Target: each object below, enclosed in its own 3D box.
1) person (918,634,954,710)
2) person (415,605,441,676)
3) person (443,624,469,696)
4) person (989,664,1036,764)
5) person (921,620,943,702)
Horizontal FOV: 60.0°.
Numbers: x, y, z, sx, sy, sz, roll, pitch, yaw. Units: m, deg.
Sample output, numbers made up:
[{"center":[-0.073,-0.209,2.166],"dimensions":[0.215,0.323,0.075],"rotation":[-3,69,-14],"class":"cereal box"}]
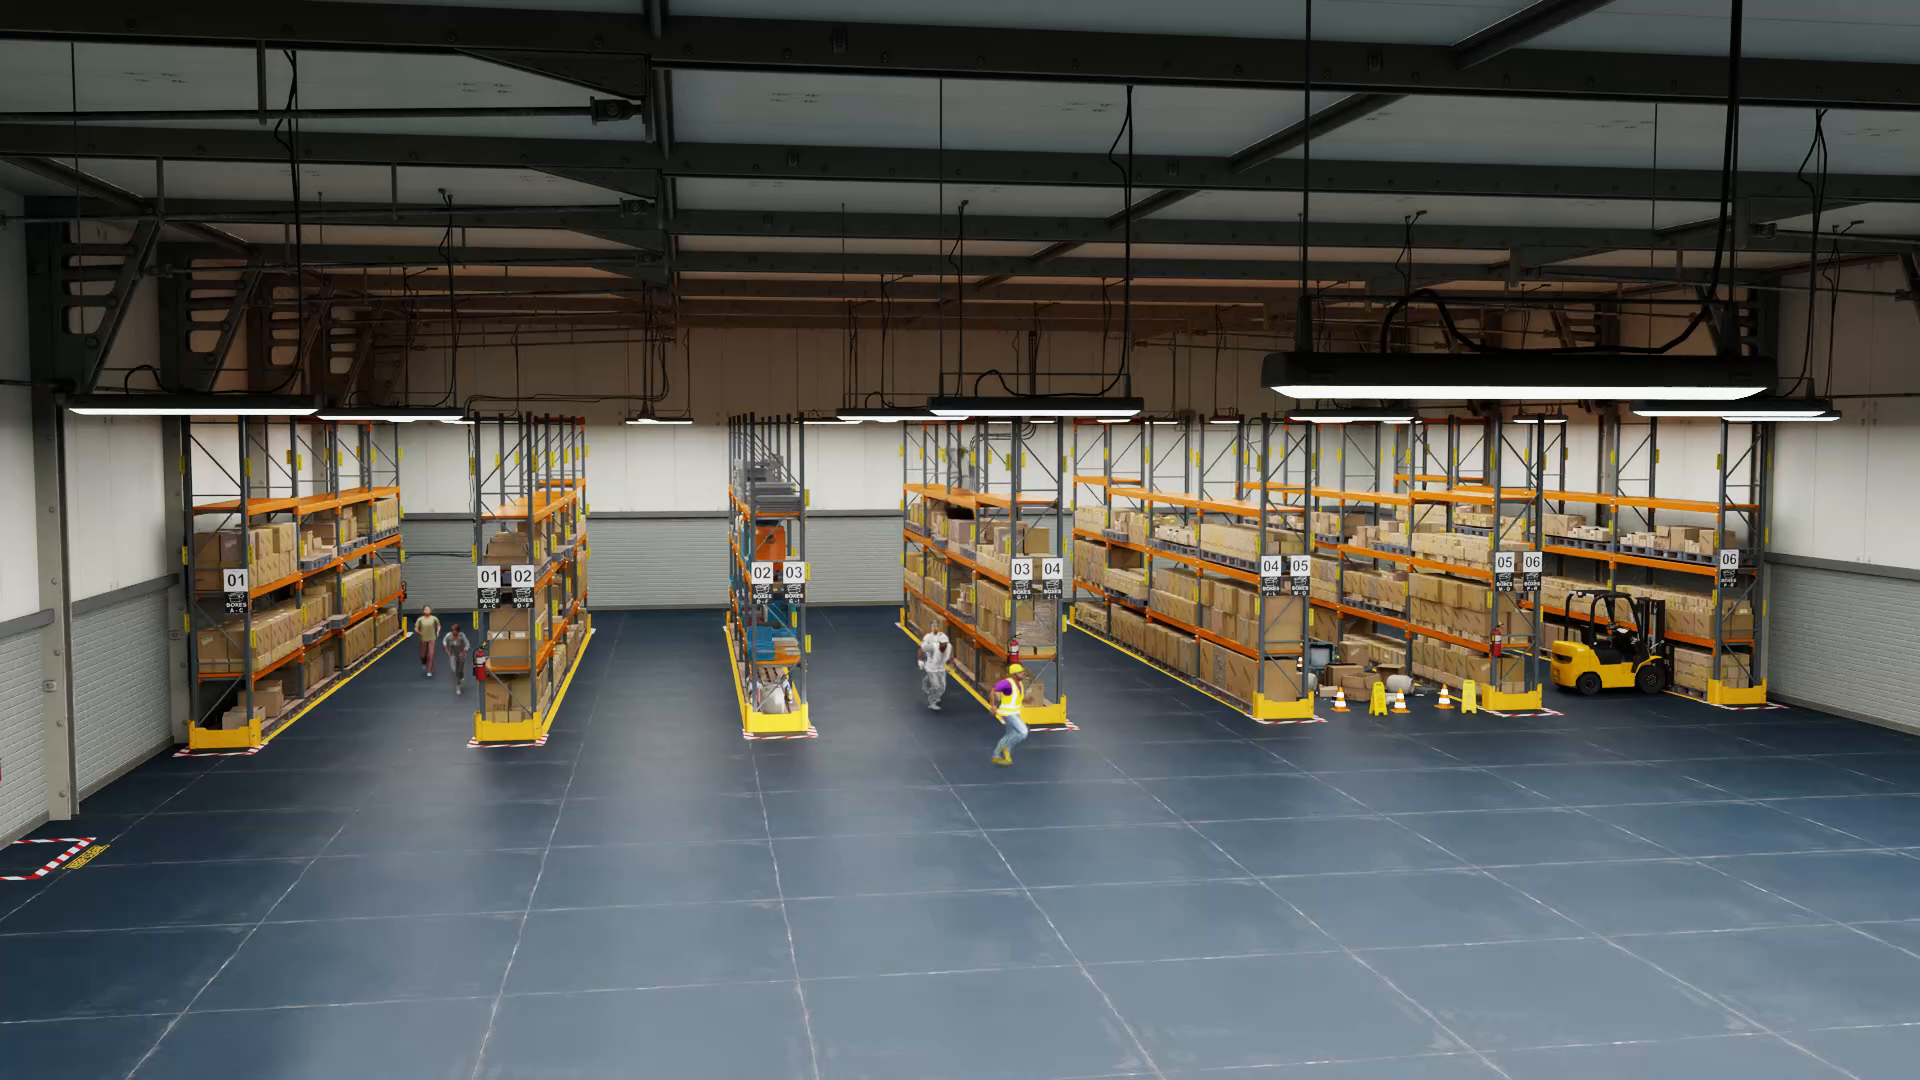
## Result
[{"center":[-0.473,2.658,33.422],"dimensions":[0.715,1.589,0.822],"rotation":[-2,4,-26],"class":"person"},{"center":[-12.243,2.313,38.290],"dimensions":[0.588,1.609,0.758],"rotation":[-1,4,-18],"class":"person"},{"center":[-10.819,2.546,35.802],"dimensions":[0.558,1.548,0.896],"rotation":[0,4,-5],"class":"person"},{"center":[0.887,2.941,28.010],"dimensions":[0.752,1.707,0.744],"rotation":[2,4,26],"class":"person"},{"center":[-0.530,2.514,35.056],"dimensions":[0.625,1.698,0.810],"rotation":[-1,4,-14],"class":"person"}]
